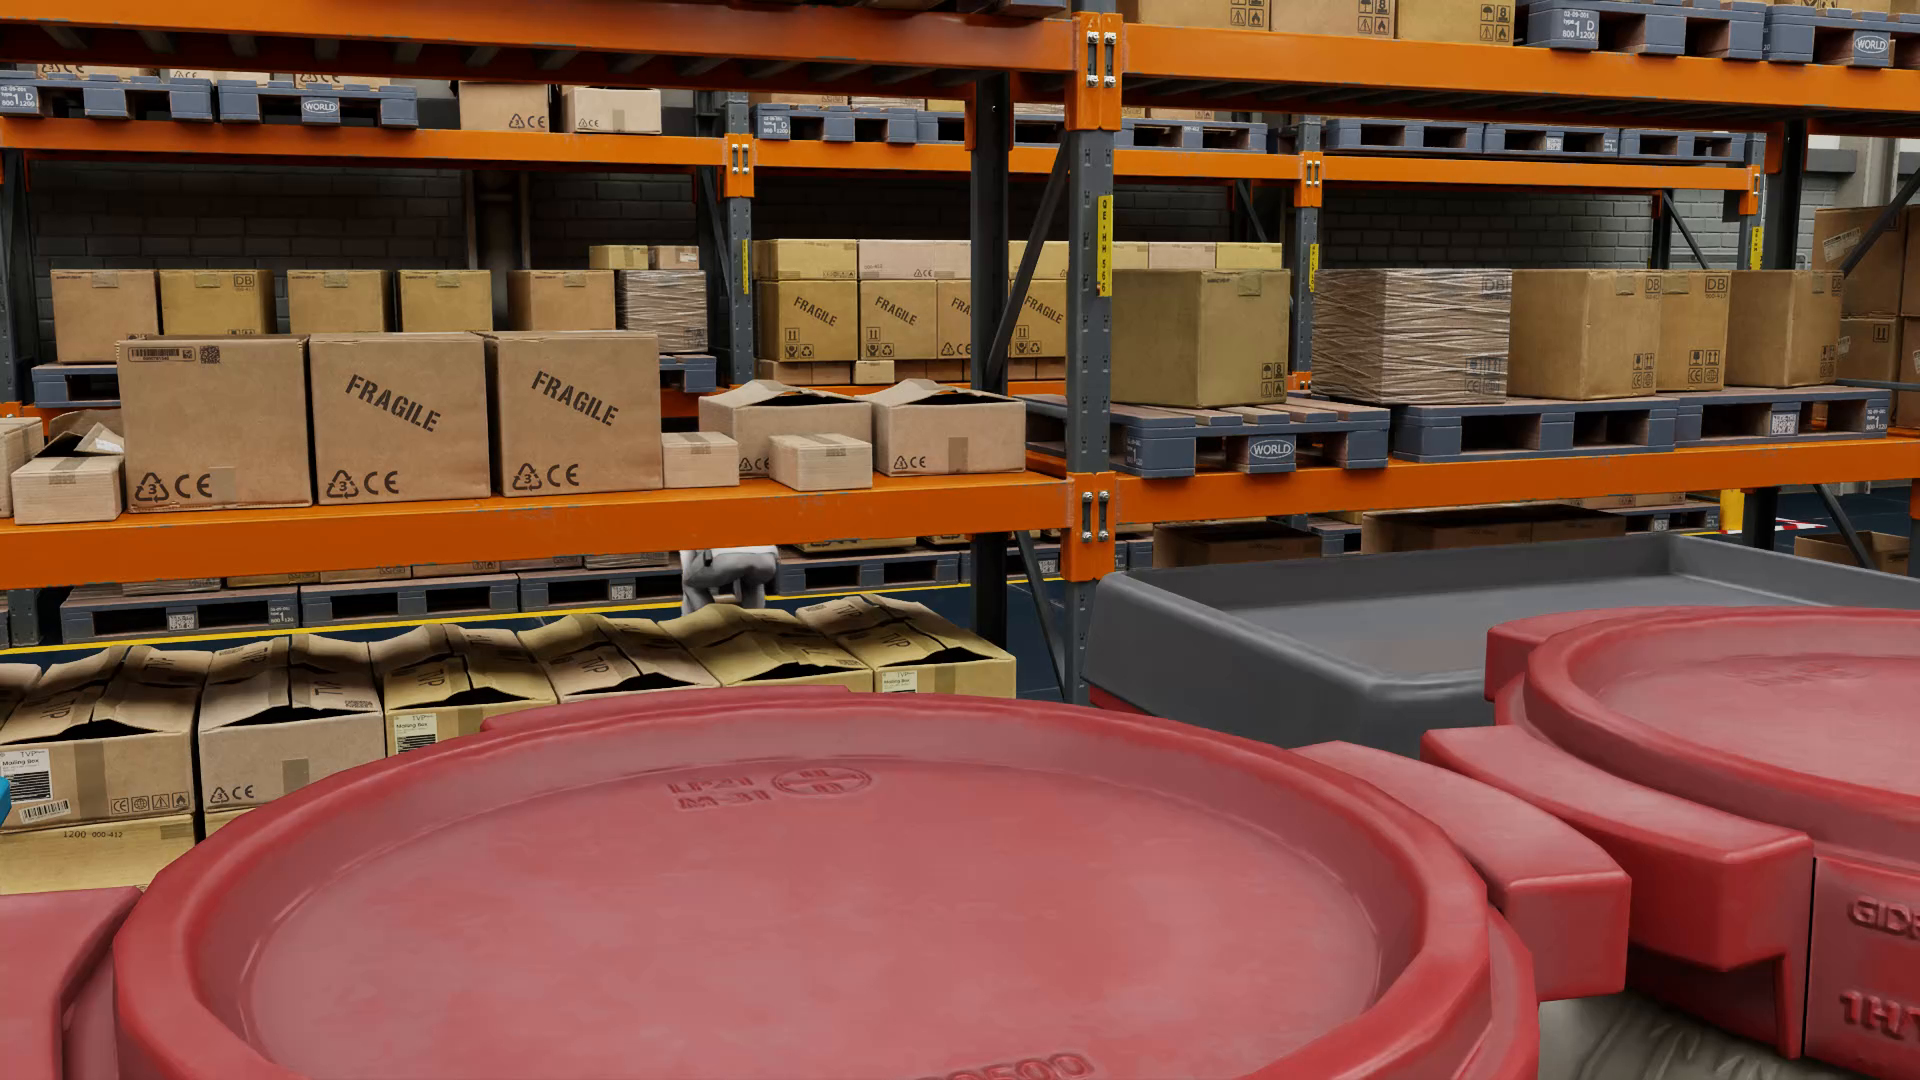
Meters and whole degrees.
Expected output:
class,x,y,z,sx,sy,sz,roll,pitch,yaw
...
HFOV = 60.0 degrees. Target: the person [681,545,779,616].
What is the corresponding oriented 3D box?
class,x,y,z,sx,sy,sz,roll,pitch,yaw
person,-1.234,0.243,8.743,0.443,0.783,0.910,-4,10,-23
